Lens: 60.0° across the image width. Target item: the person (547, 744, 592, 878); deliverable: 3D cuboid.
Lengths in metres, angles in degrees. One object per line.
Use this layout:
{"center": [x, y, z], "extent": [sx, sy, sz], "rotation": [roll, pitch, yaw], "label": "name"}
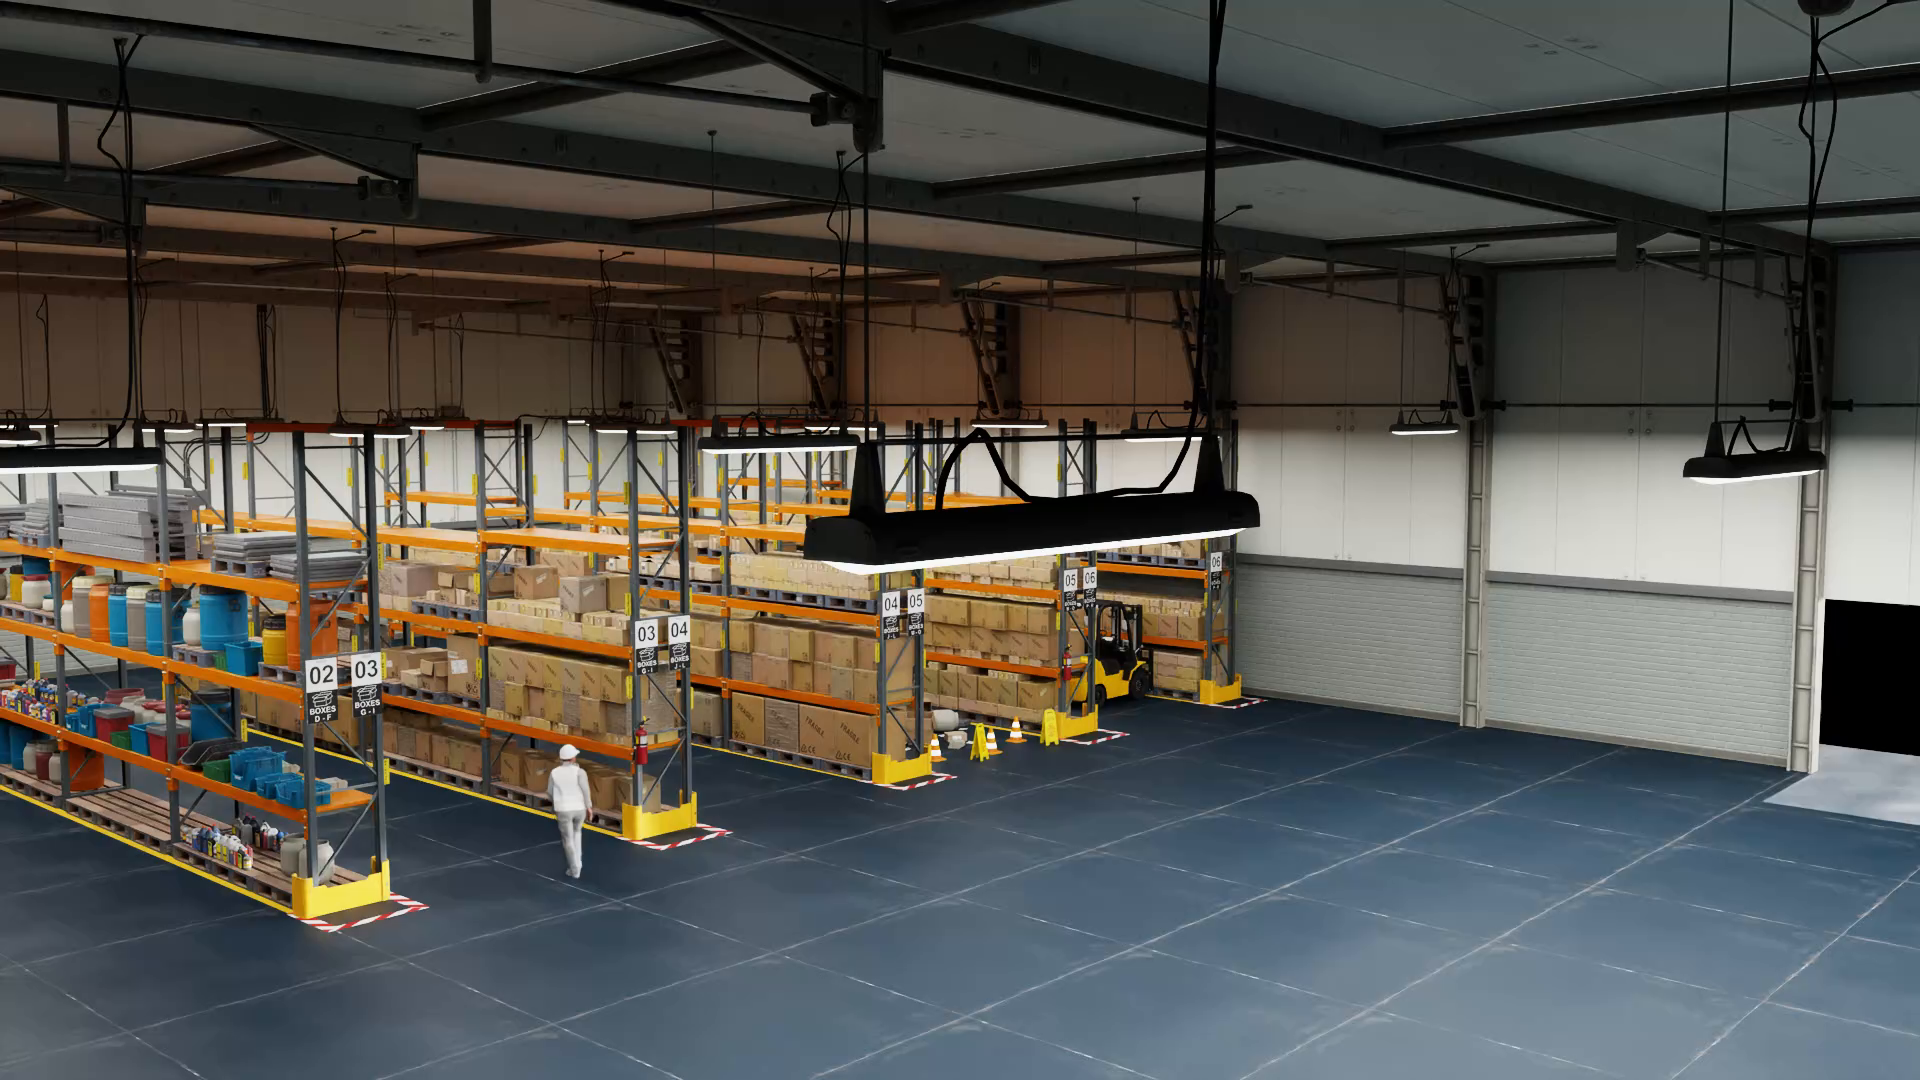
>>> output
{"center": [-5.280, 3.667, 22.419], "extent": [0.513, 1.829, 0.688], "rotation": [-3, 5, -29], "label": "person"}
